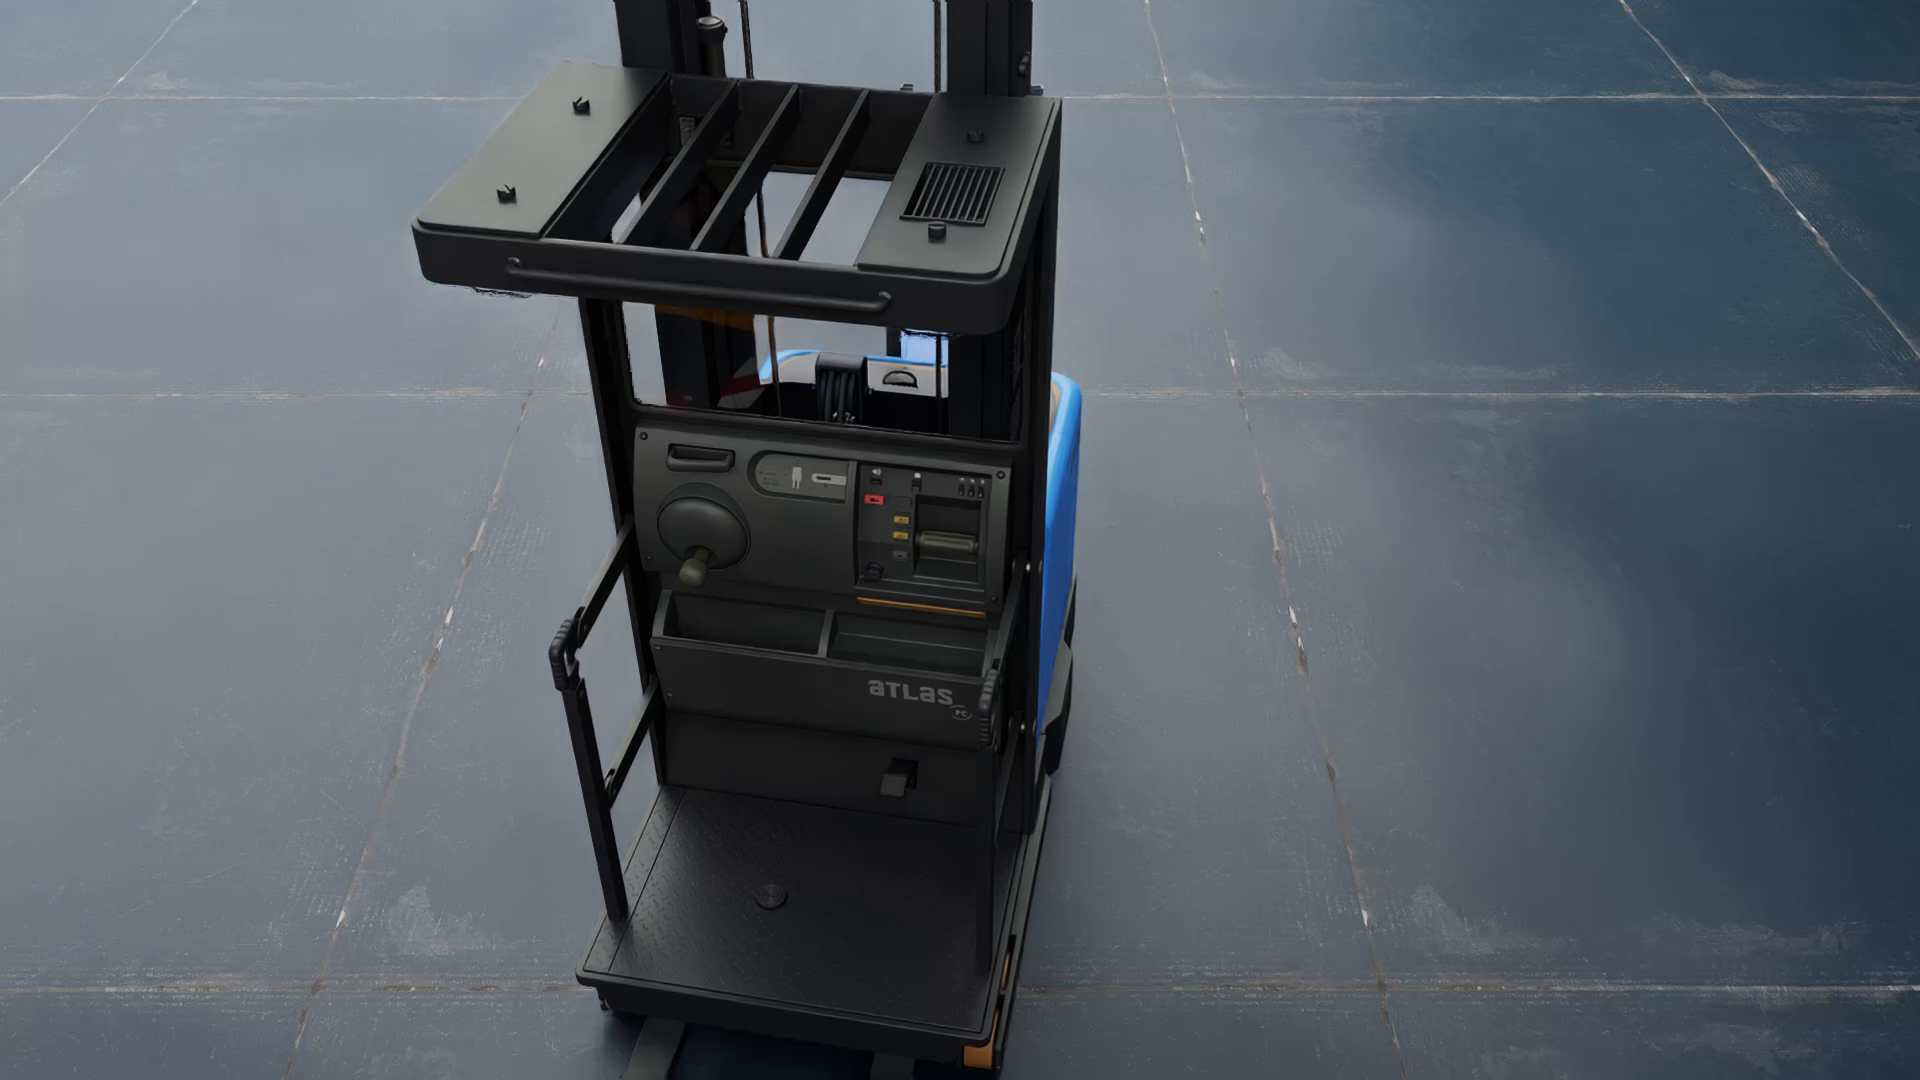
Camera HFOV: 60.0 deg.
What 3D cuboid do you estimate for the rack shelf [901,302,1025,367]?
[{"bbox_3d":[0.030,-0.550,6.024,0.538,0.185,1.000,1,39,1],"label":"rack shelf"}]

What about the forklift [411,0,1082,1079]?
[{"bbox_3d":[-0.378,0.024,3.876,1.130,2.935,3.031,7,39,8],"label":"forklift"}]

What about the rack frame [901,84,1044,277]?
[{"bbox_3d":[0.043,-1.008,6.309,0.500,1.500,0.032,1,39,1],"label":"rack frame"}]

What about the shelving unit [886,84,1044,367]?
[{"bbox_3d":[0.030,-0.690,5.912,0.538,1.500,1.048,1,39,1],"label":"shelving unit"}]

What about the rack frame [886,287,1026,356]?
[{"bbox_3d":[0.017,-0.372,5.515,0.500,1.500,0.032,1,39,1],"label":"rack frame"}]
